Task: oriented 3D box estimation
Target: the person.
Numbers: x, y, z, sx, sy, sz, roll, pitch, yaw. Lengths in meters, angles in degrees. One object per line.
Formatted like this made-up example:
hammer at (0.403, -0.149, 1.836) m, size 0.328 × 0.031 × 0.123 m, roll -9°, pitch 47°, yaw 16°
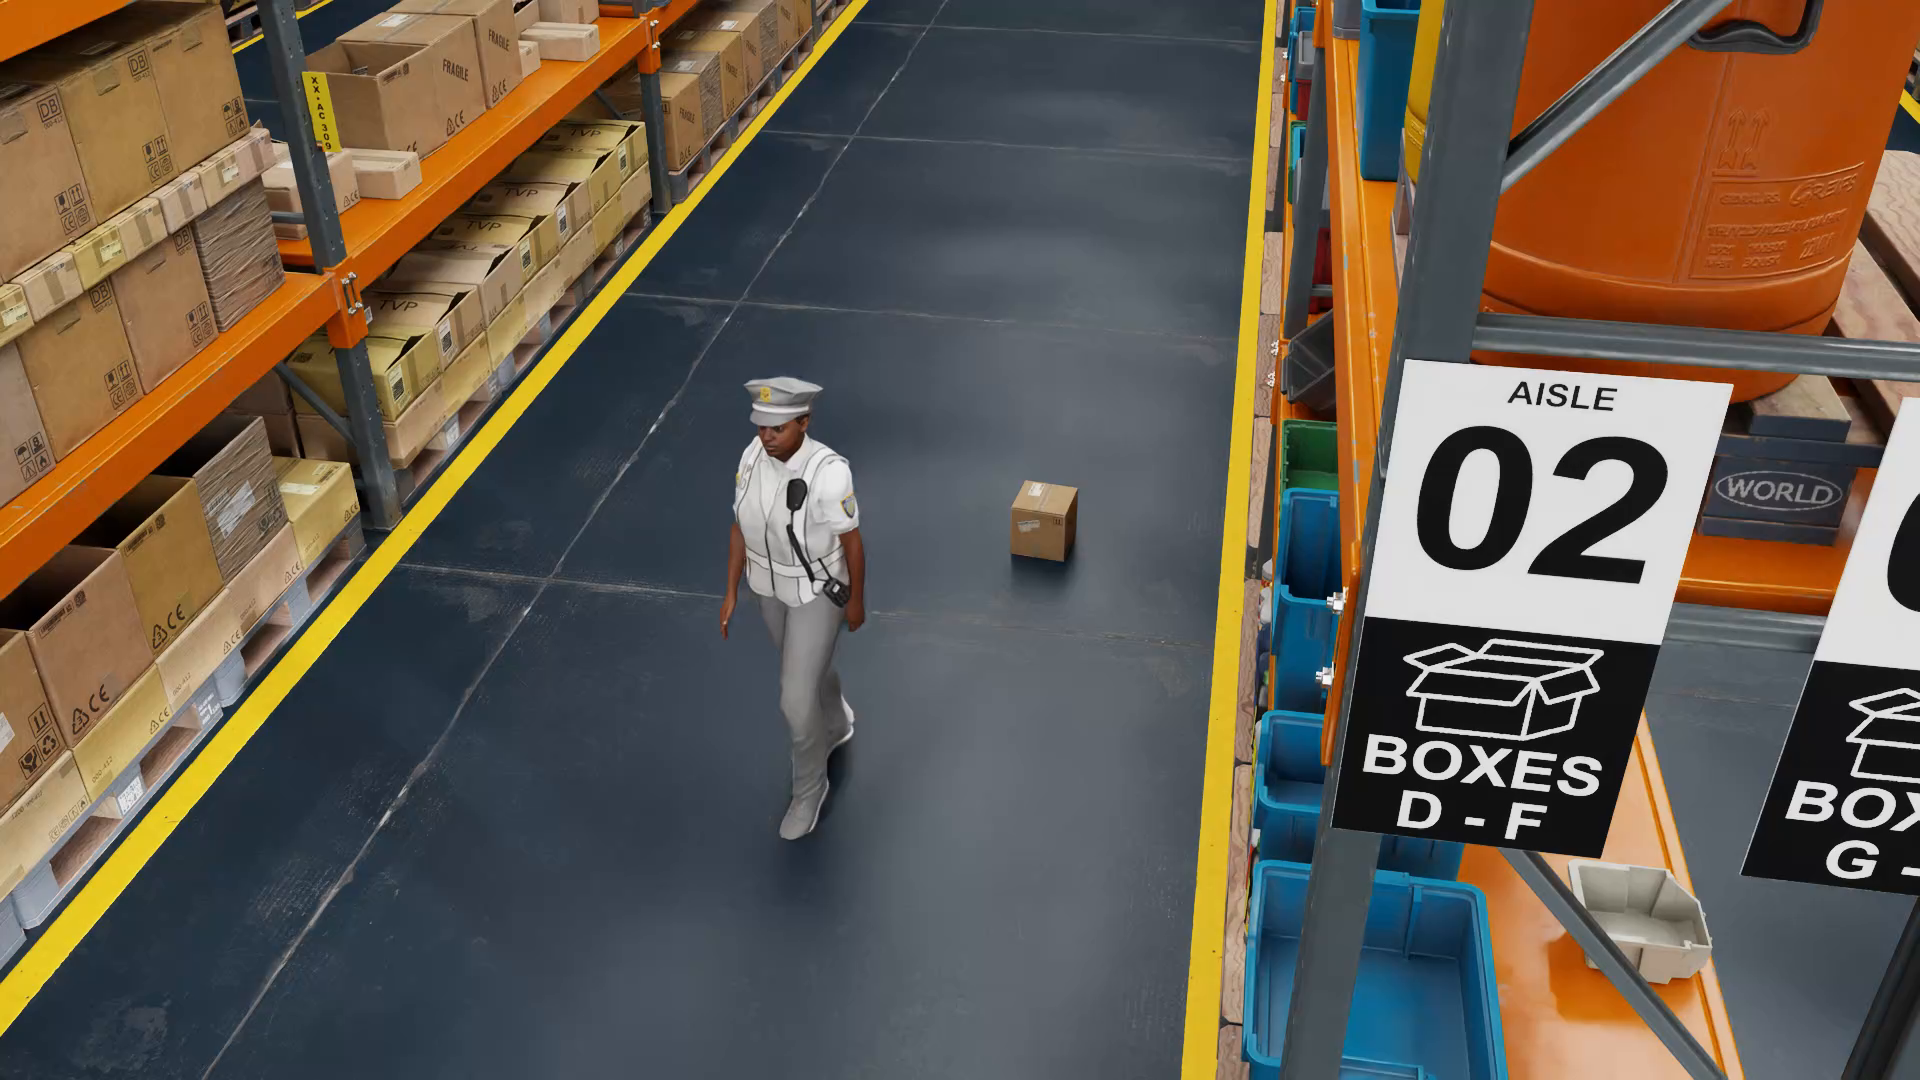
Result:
person at (-0.578, 0.211, 5.813) m, size 0.456 × 1.748 × 0.589 m, roll 21°, pitch 38°, yaw 29°
